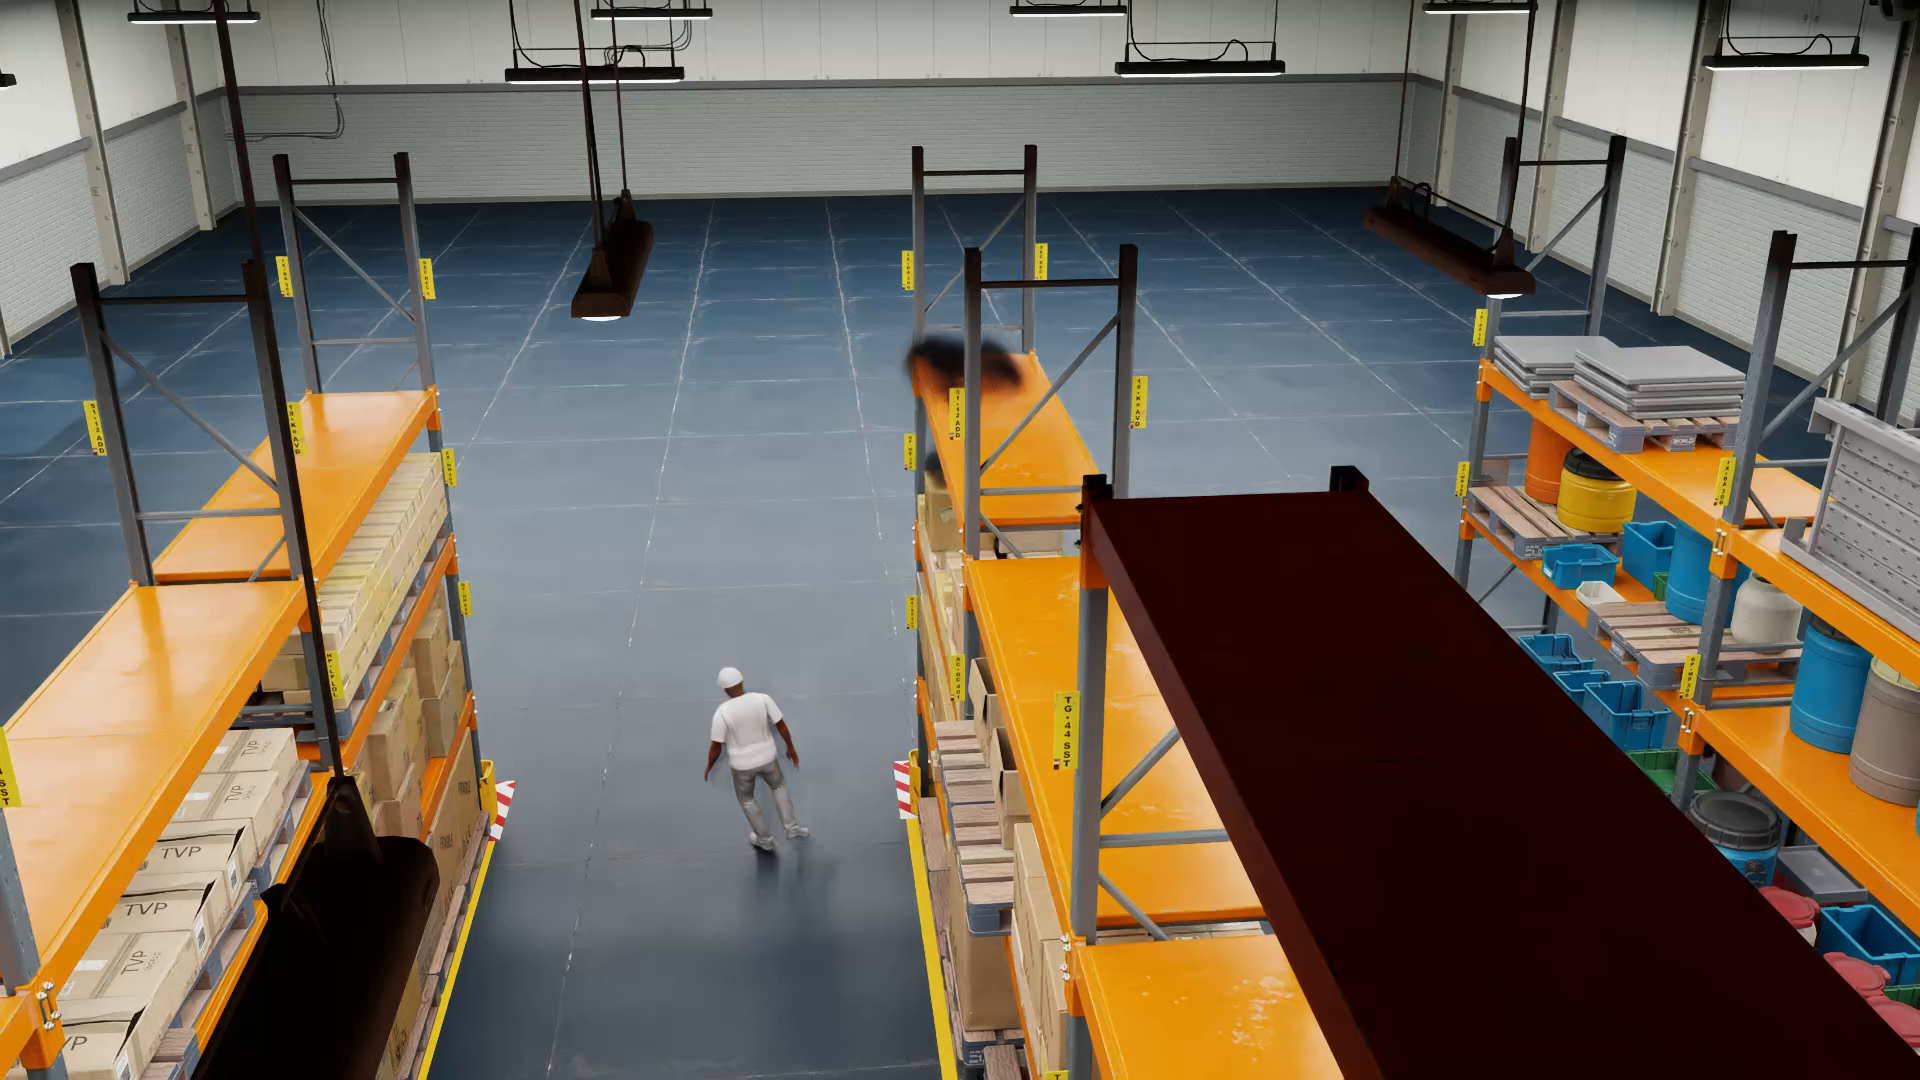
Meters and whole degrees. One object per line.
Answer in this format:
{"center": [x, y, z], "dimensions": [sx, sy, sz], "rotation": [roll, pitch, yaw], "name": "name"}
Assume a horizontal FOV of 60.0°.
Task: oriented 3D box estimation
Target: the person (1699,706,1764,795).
{"center": [6.761, 1.977, 14.426], "dimensions": [0.733, 1.639, 0.881], "rotation": [-12, 25, -28], "name": "person"}

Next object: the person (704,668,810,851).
{"center": [-1.787, 1.917, 14.479], "dimensions": [0.828, 1.684, 0.685], "rotation": [-11, 24, -25], "name": "person"}
